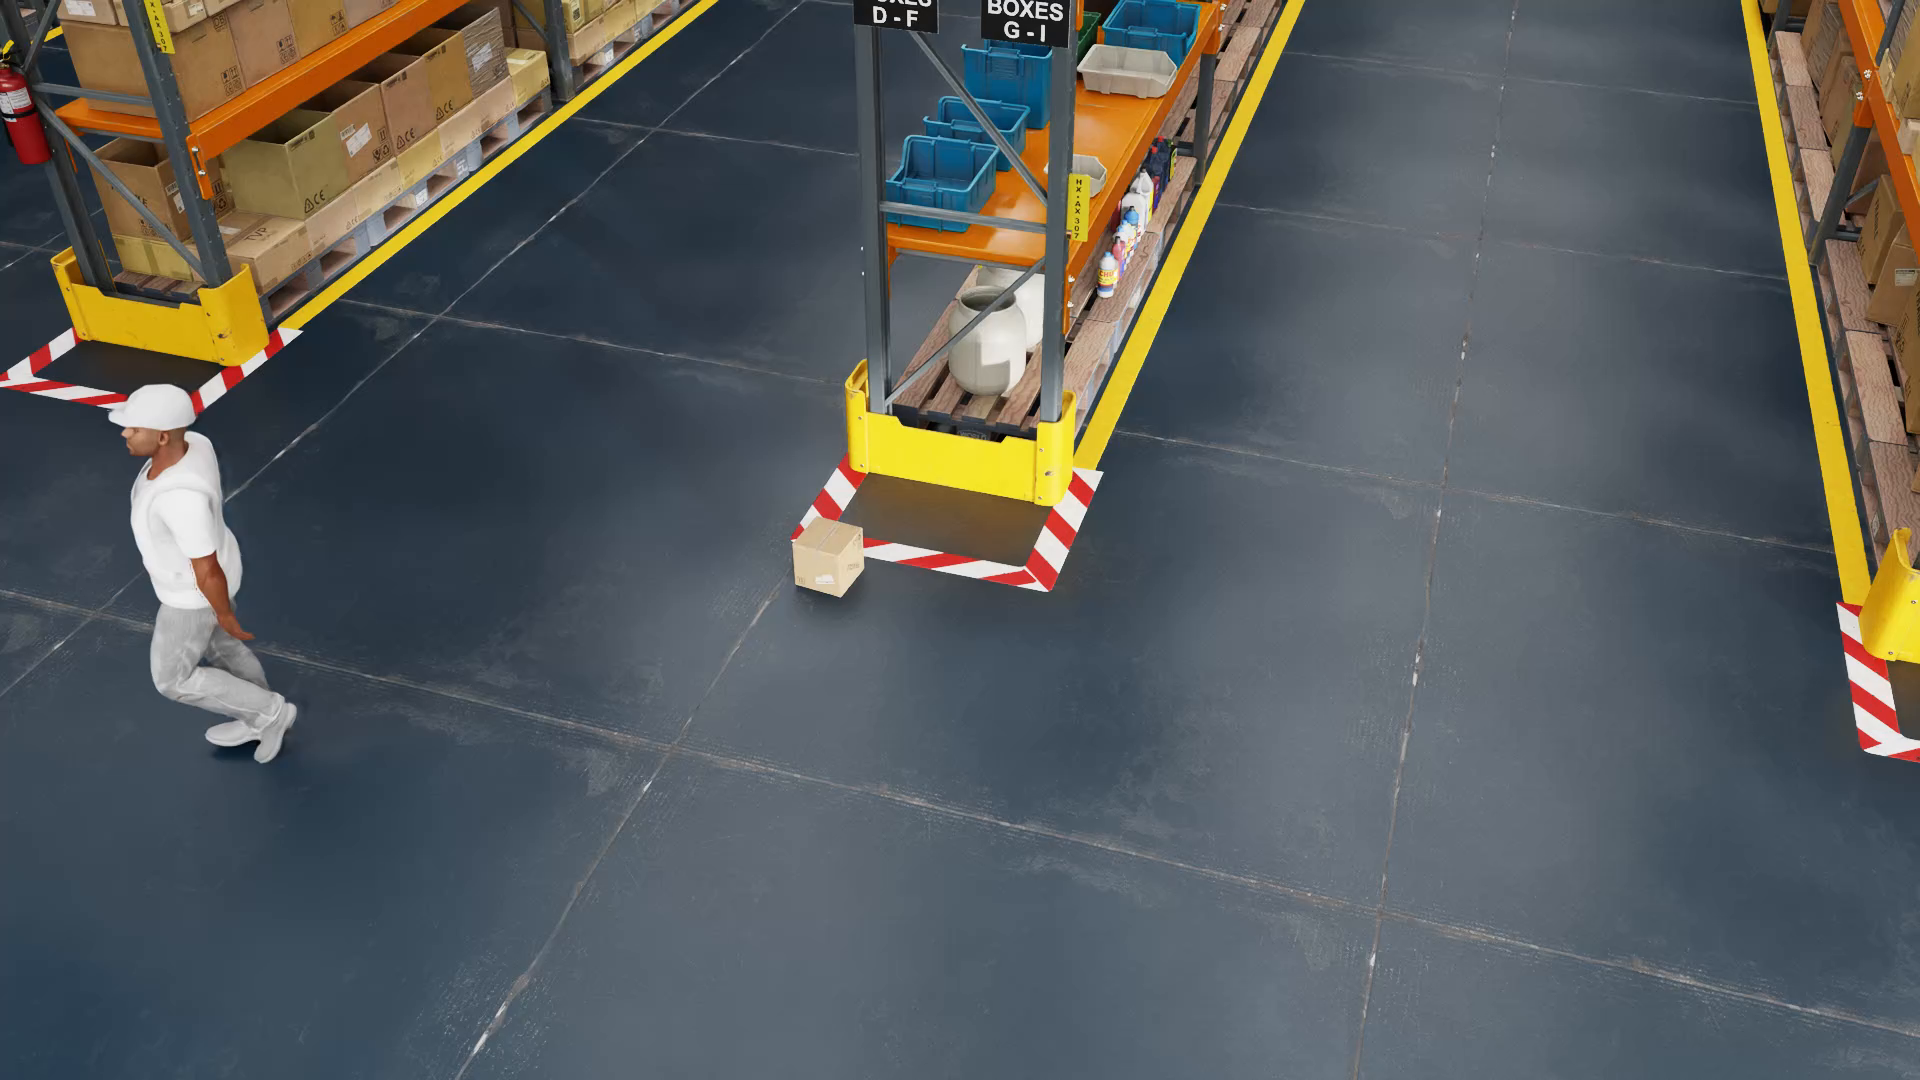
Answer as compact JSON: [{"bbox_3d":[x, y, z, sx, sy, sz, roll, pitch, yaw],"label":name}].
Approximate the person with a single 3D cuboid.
[{"bbox_3d":[-3.038,0.164,6.614,0.476,1.756,0.562,-10,38,-13],"label":"person"}]
